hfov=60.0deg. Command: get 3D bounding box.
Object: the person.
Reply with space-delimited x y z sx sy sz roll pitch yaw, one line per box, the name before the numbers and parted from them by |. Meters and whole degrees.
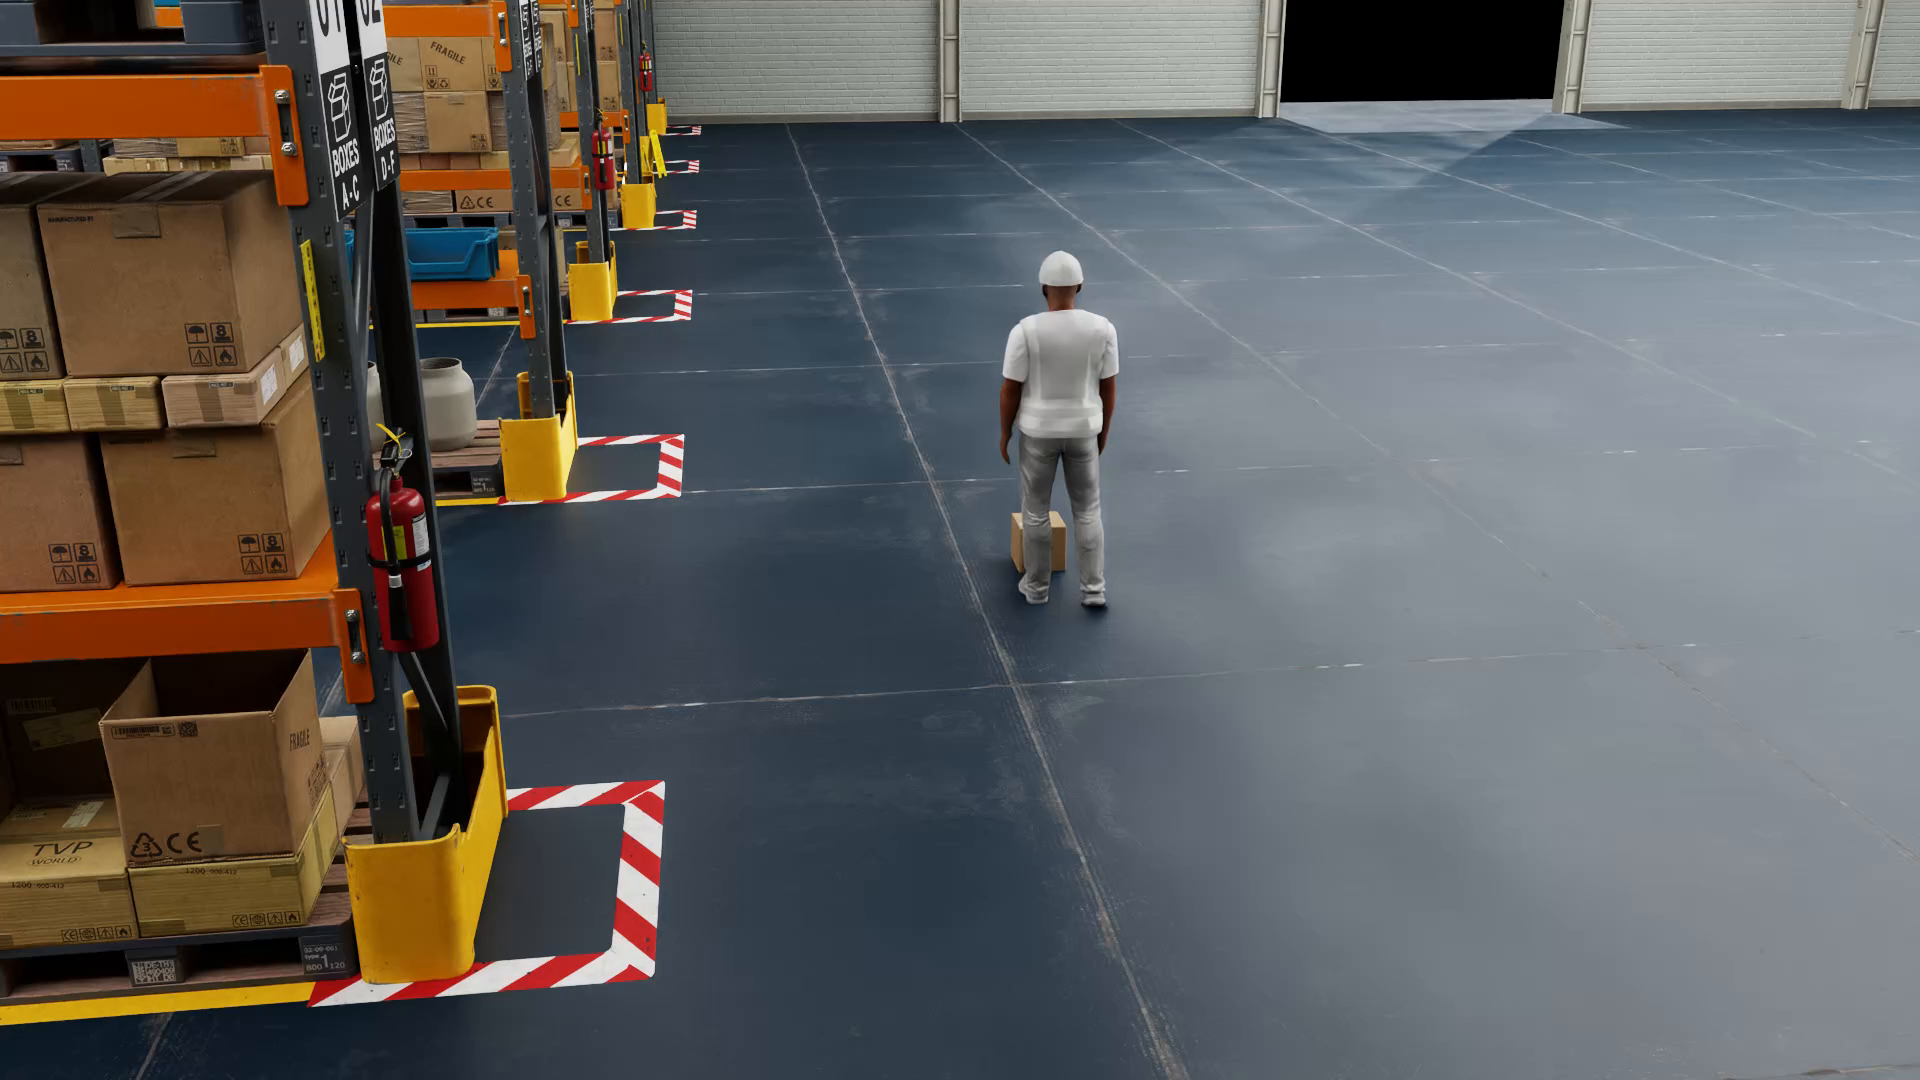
person | 0.470 -0.509 8.145 0.568 1.819 0.408 -2 20 -7
